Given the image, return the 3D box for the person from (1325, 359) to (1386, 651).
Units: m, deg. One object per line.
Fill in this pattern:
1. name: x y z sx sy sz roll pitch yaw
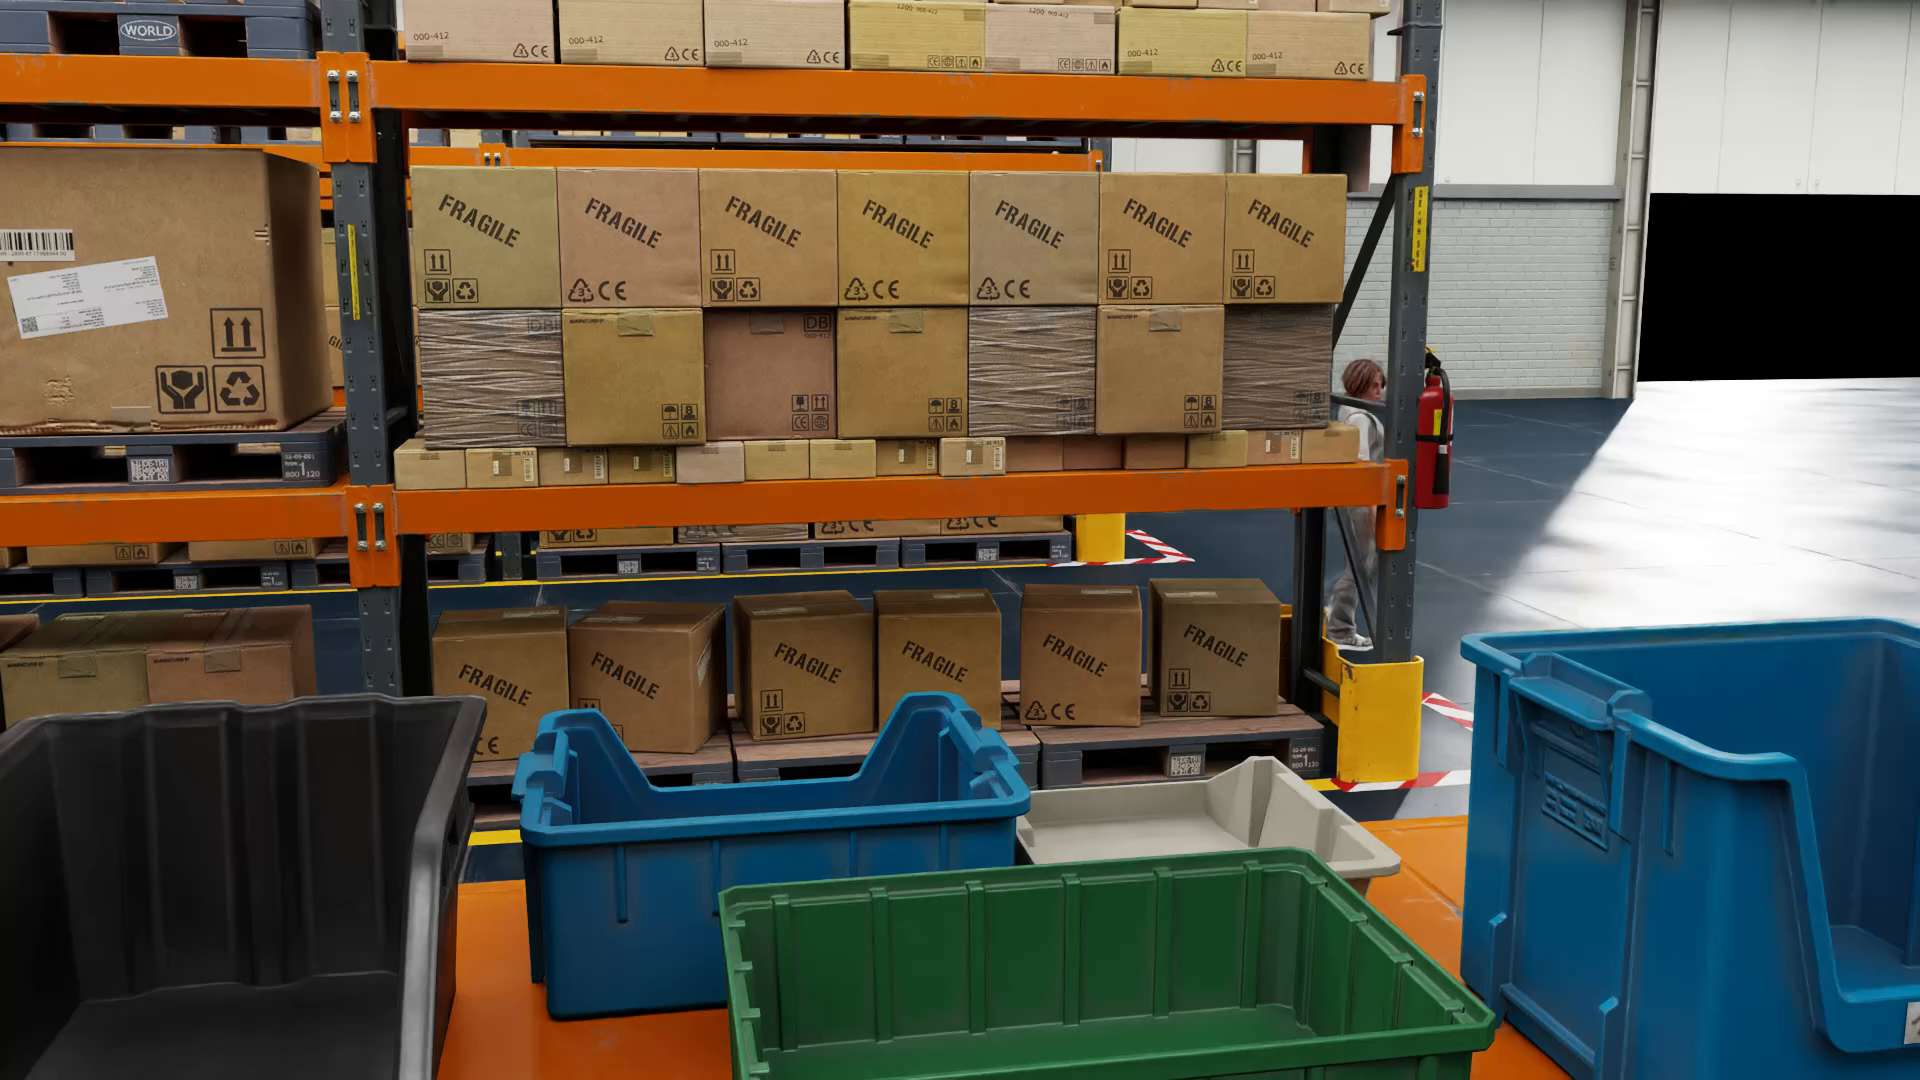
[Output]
1. person: 2.147 -0.170 8.785 0.388 1.577 0.503 1 10 8
